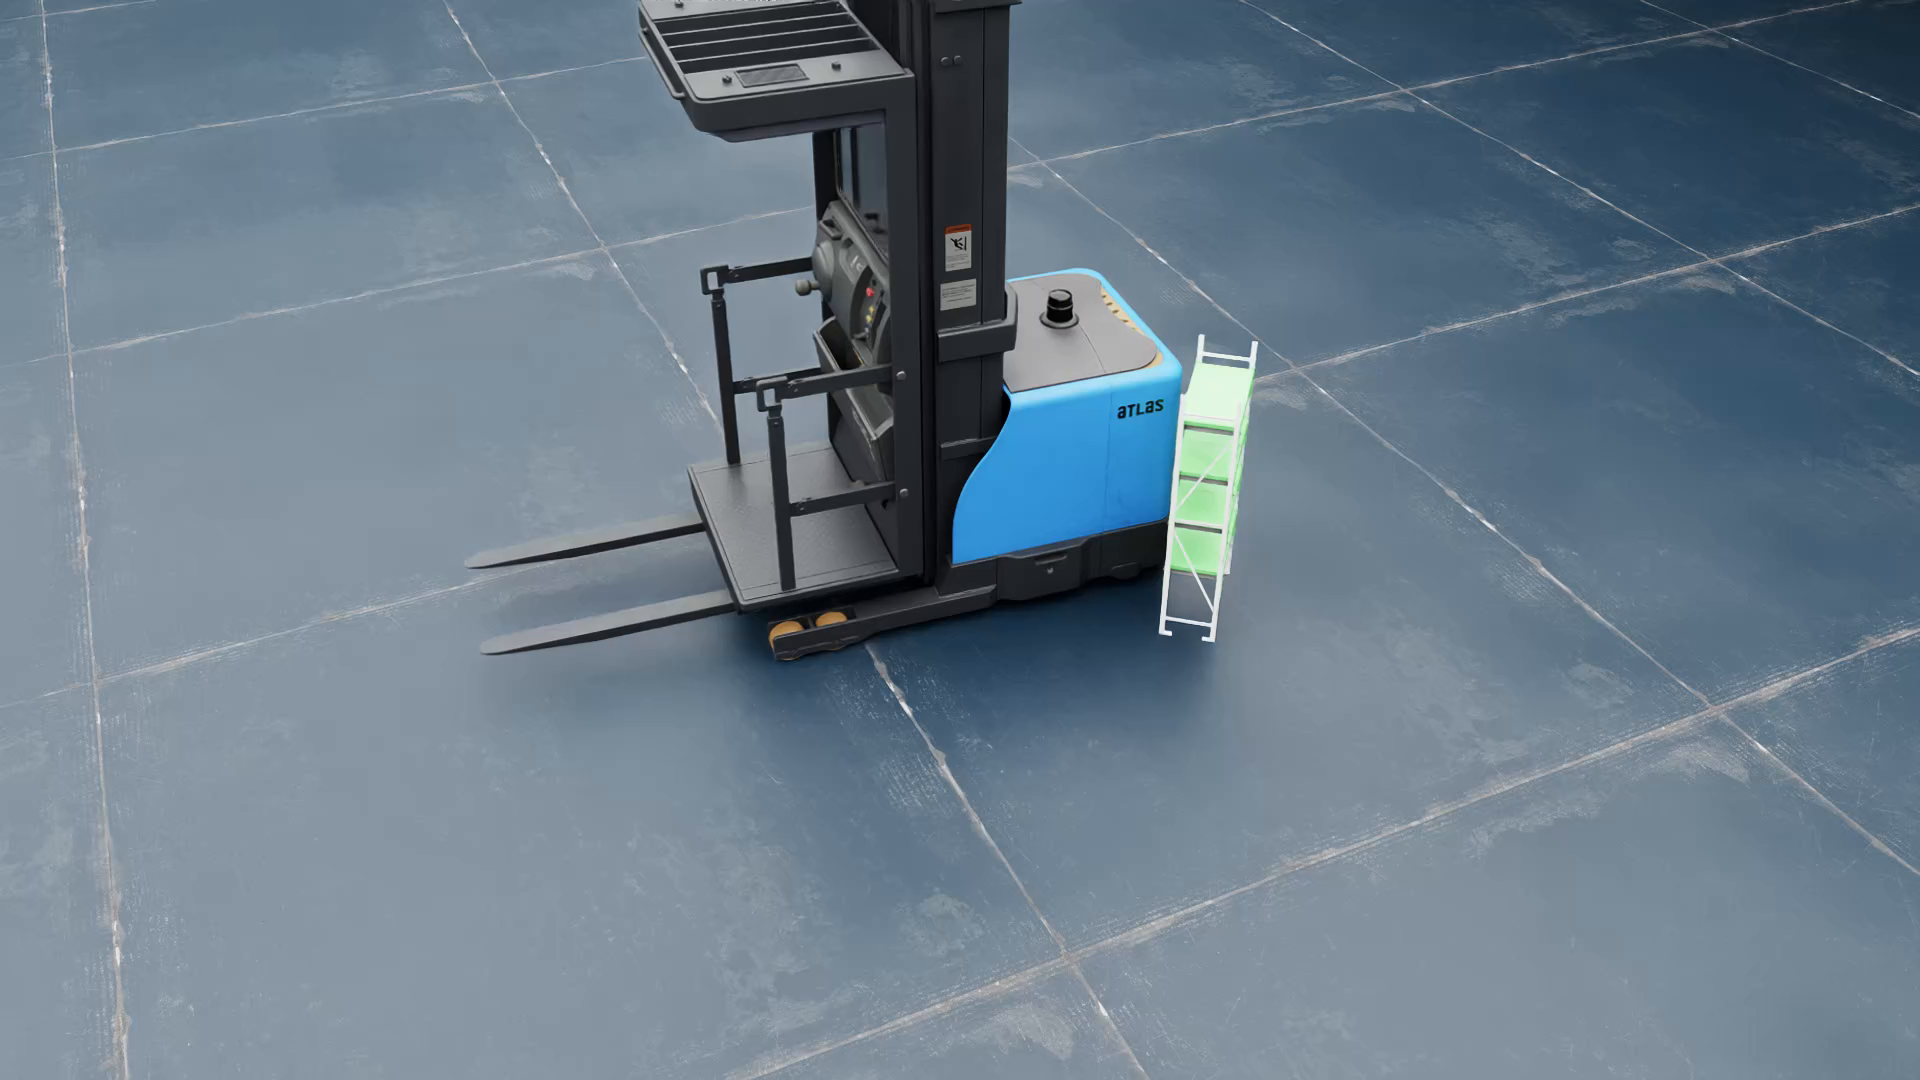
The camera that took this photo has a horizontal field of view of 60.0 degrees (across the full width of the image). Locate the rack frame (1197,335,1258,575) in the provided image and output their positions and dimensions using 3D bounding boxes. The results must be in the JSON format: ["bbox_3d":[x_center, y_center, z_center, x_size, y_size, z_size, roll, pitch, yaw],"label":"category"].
[{"bbox_3d":[1.105,-0.346,7.209,0.240,1.200,0.015,9,38,12],"label":"rack frame"}]

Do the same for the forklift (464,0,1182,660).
[{"bbox_3d":[-0.625,-1.022,6.667,3.031,2.935,1.130,-12,38,-15],"label":"forklift"}]

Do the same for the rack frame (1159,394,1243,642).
[{"bbox_3d":[0.980,-0.065,6.830,0.240,1.200,0.015,9,38,12],"label":"rack frame"}]

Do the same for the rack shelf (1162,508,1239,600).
[{"bbox_3d":[1.043,0.039,7.201,0.258,0.148,0.480,9,38,12],"label":"rack shelf"}]

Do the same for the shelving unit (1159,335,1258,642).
[{"bbox_3d":[1.043,-0.205,7.020,0.258,1.200,0.503,9,38,12],"label":"shelving unit"}]

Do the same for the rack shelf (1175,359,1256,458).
[{"bbox_3d":[1.043,-0.540,6.772,0.258,0.148,0.480,9,38,12],"label":"rack shelf"}]

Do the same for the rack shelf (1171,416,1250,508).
[{"bbox_3d":[1.043,-0.347,6.915,0.258,0.148,0.480,9,38,12],"label":"rack shelf"}]

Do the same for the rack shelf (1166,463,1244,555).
[{"bbox_3d":[1.043,-0.154,7.058,0.258,0.148,0.480,9,38,12],"label":"rack shelf"}]
